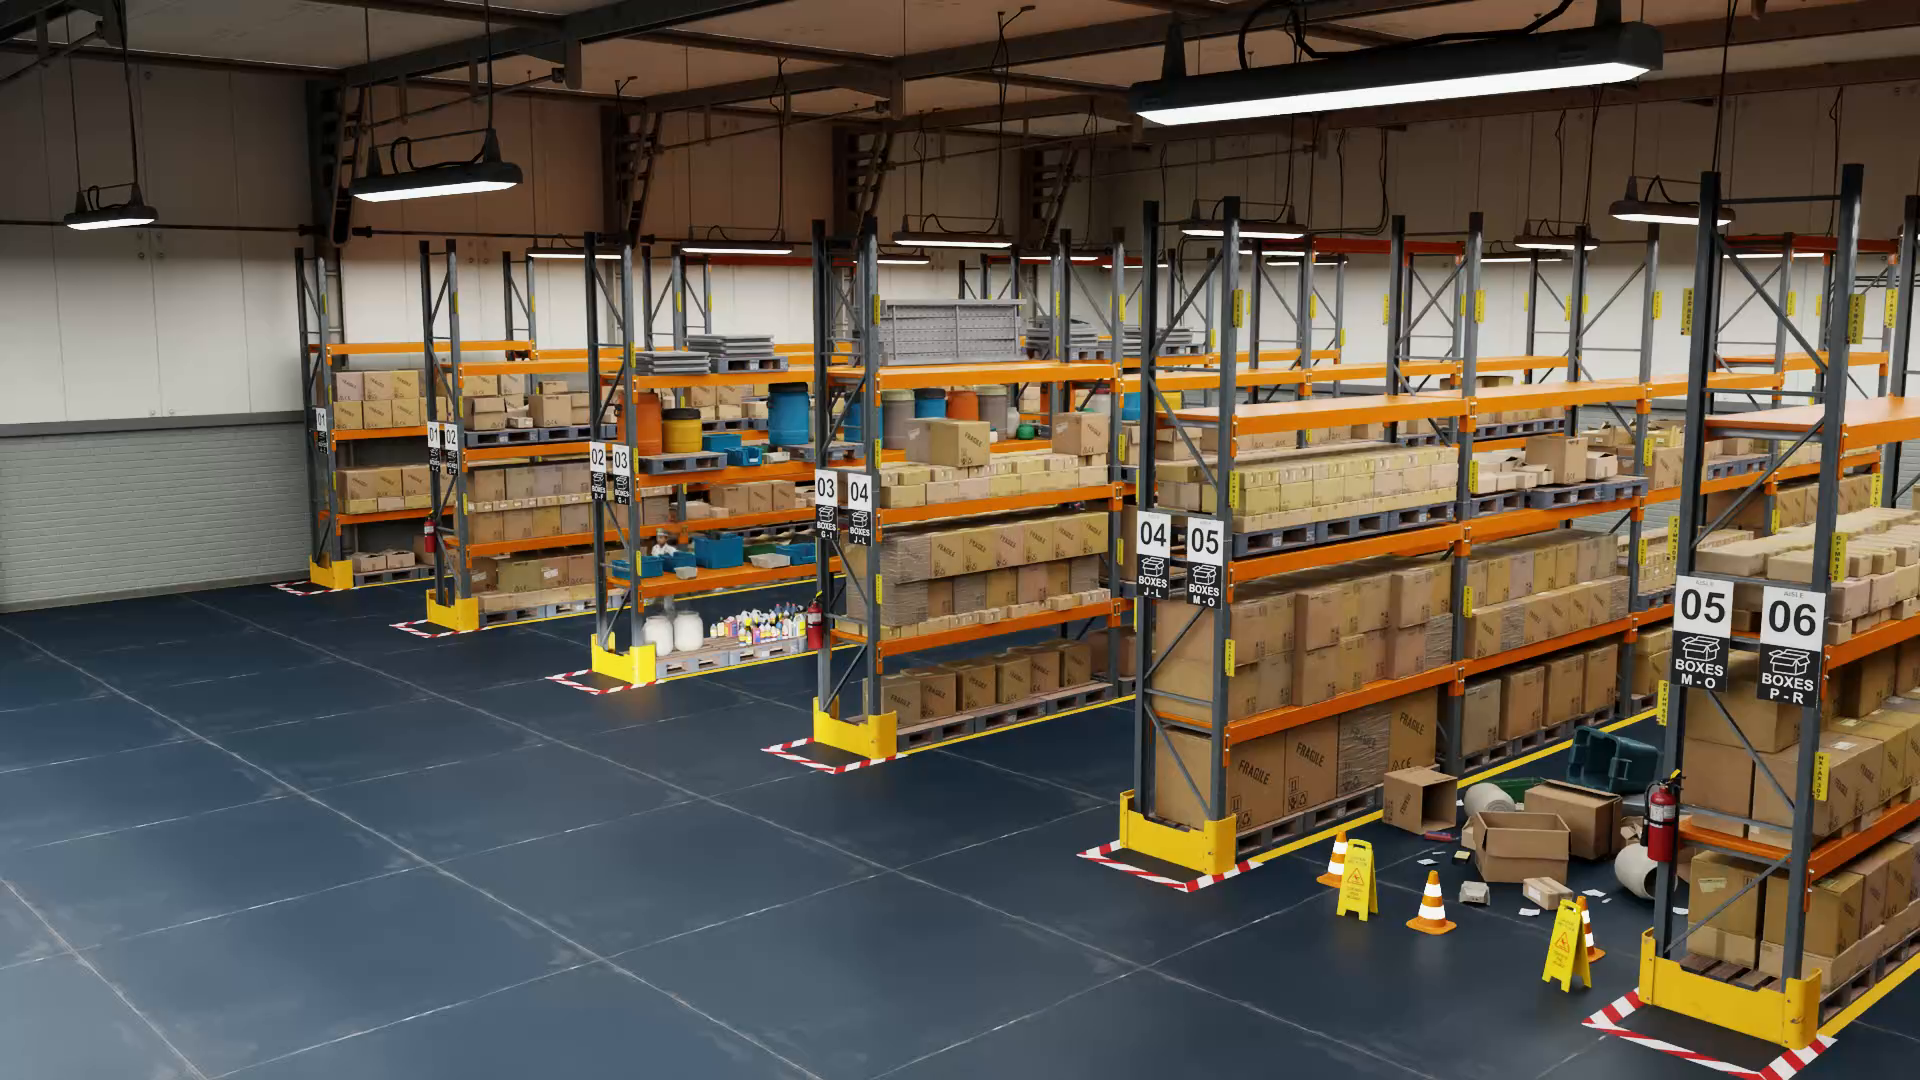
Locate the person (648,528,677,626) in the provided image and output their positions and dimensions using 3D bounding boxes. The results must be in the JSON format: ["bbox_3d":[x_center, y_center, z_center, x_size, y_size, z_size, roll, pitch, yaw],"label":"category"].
[{"bbox_3d":[-4.559,0.624,25.415,0.596,1.647,0.629,4,9,23],"label":"person"}]

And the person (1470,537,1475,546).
[{"bbox_3d":[7.619,0.652,25.087,0.591,1.726,0.702,-7,11,-40],"label":"person"}]
